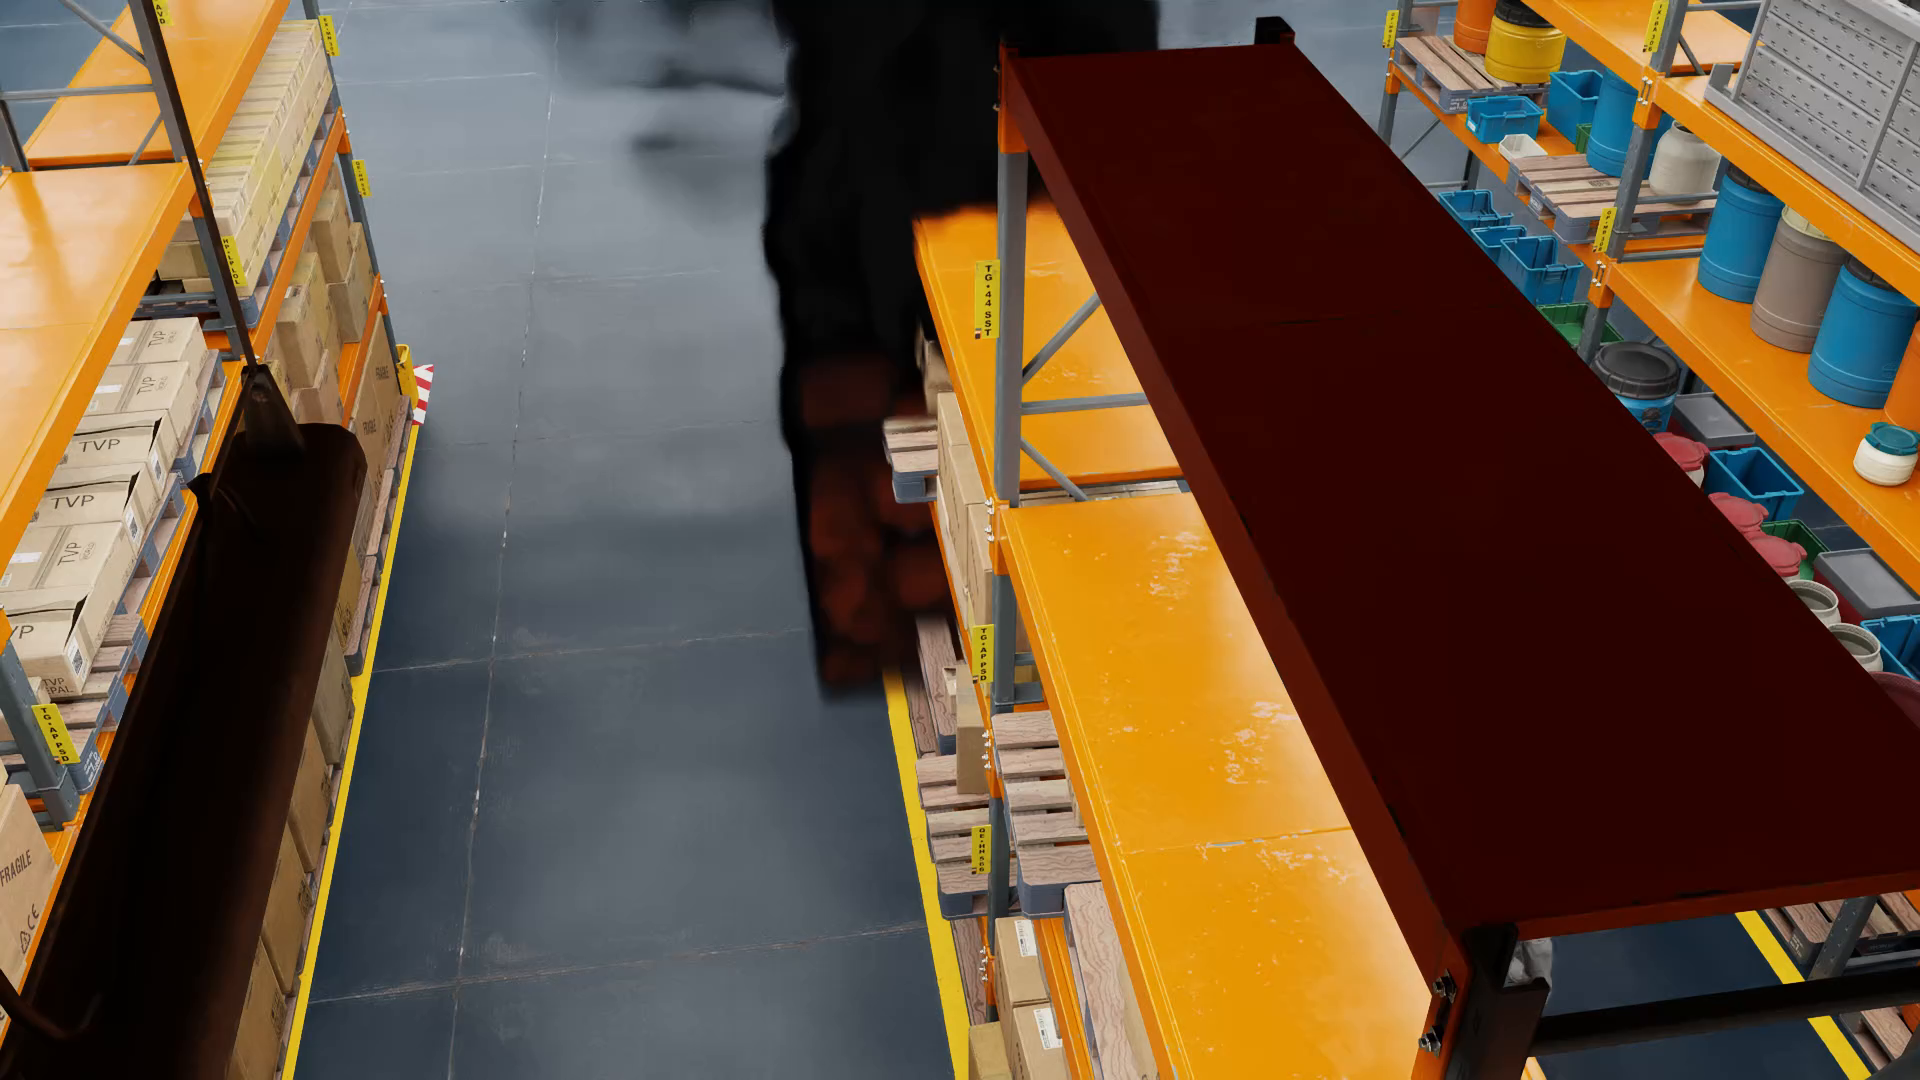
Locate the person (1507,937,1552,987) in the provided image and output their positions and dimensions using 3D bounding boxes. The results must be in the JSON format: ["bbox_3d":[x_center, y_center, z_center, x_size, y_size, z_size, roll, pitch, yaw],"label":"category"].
[{"bbox_3d":[3.200,1.741,9.144,0.676,1.810,0.676,-14,39,-19],"label":"person"}]
